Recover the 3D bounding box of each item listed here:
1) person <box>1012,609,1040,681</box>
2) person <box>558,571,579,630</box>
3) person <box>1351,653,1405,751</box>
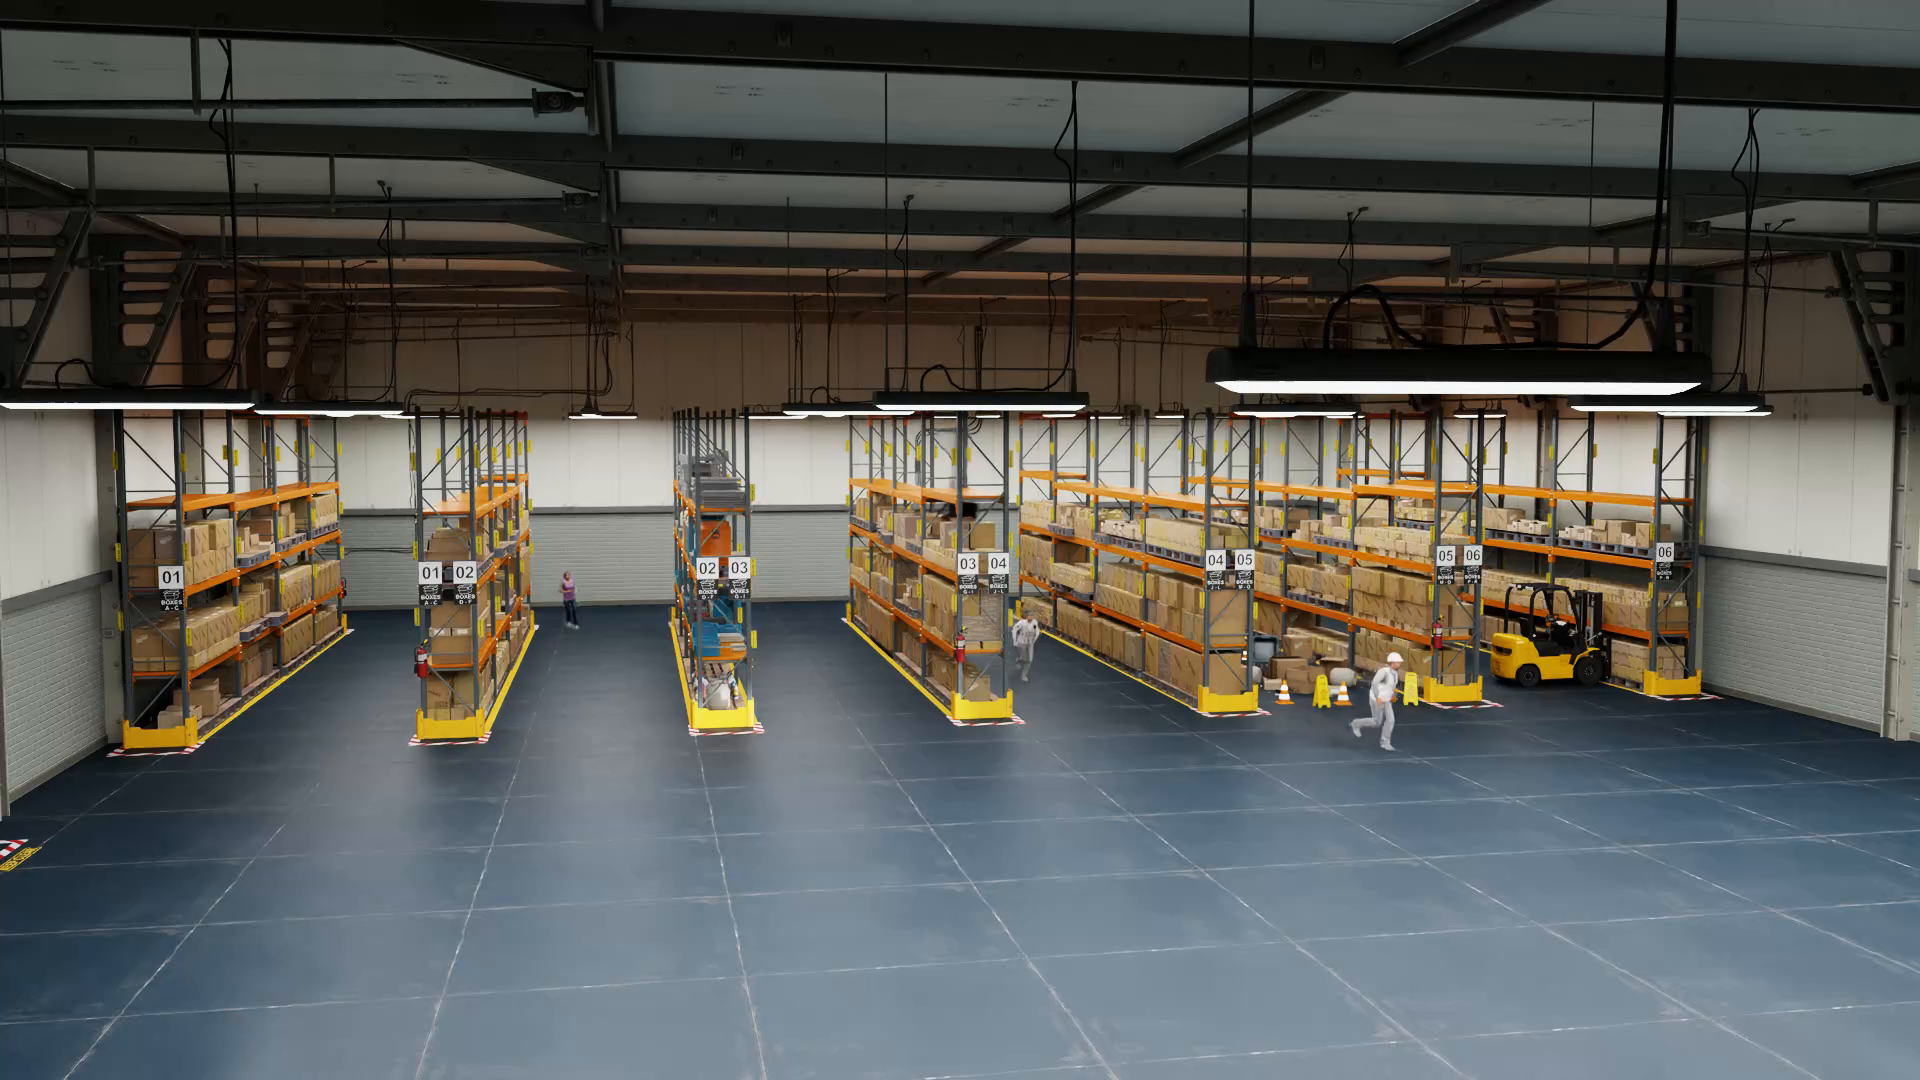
[{"bbox_3d":[1.449,2.315,36.933,0.611,1.623,0.730,-2,5,-26],"label":"person"},{"bbox_3d":[-10.821,1.685,45.883,0.564,1.610,0.759,-3,5,-32],"label":"person"},{"bbox_3d":[7.342,2.815,29.235,0.950,1.727,0.664,3,5,34],"label":"person"}]
